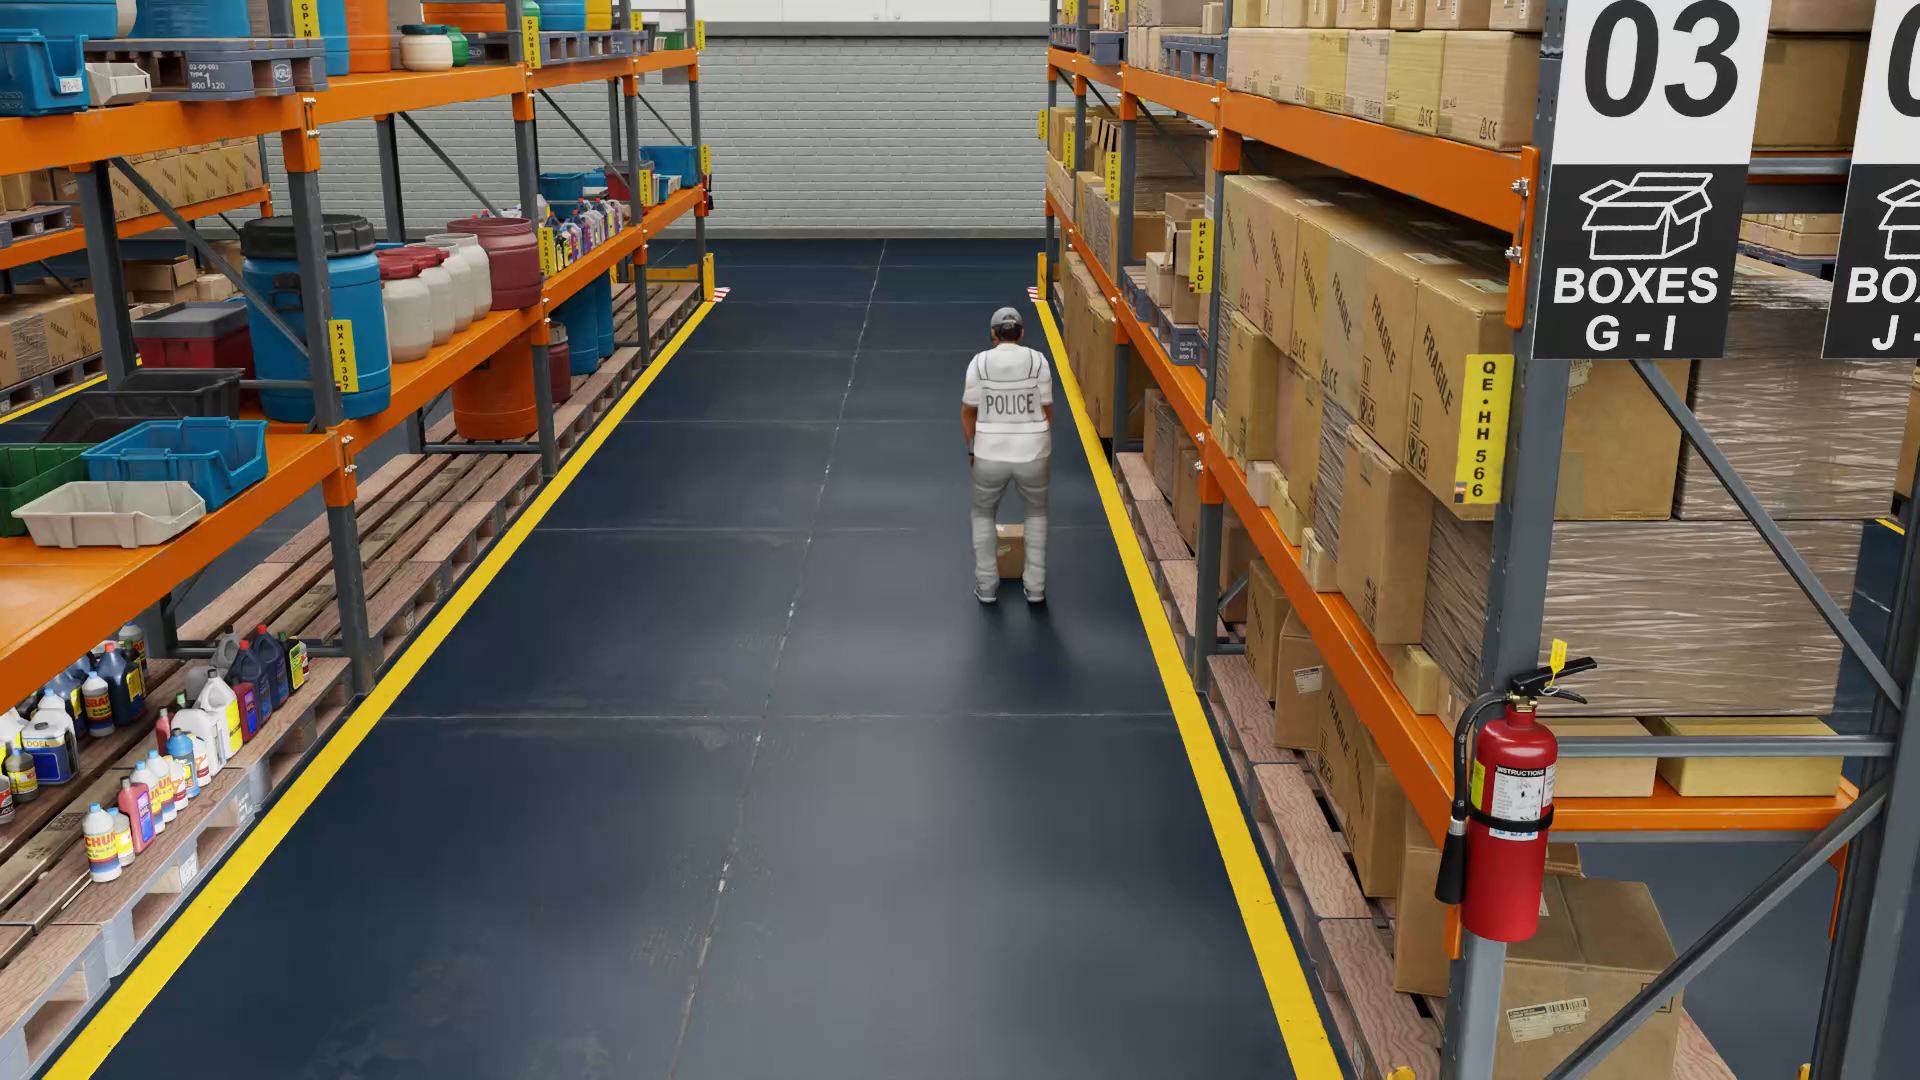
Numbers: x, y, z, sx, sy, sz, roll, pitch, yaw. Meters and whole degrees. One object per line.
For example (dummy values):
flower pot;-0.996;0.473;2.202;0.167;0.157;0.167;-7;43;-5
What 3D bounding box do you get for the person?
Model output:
person;0.255;-0.447;9.085;0.496;1.621;0.479;0;17;1
